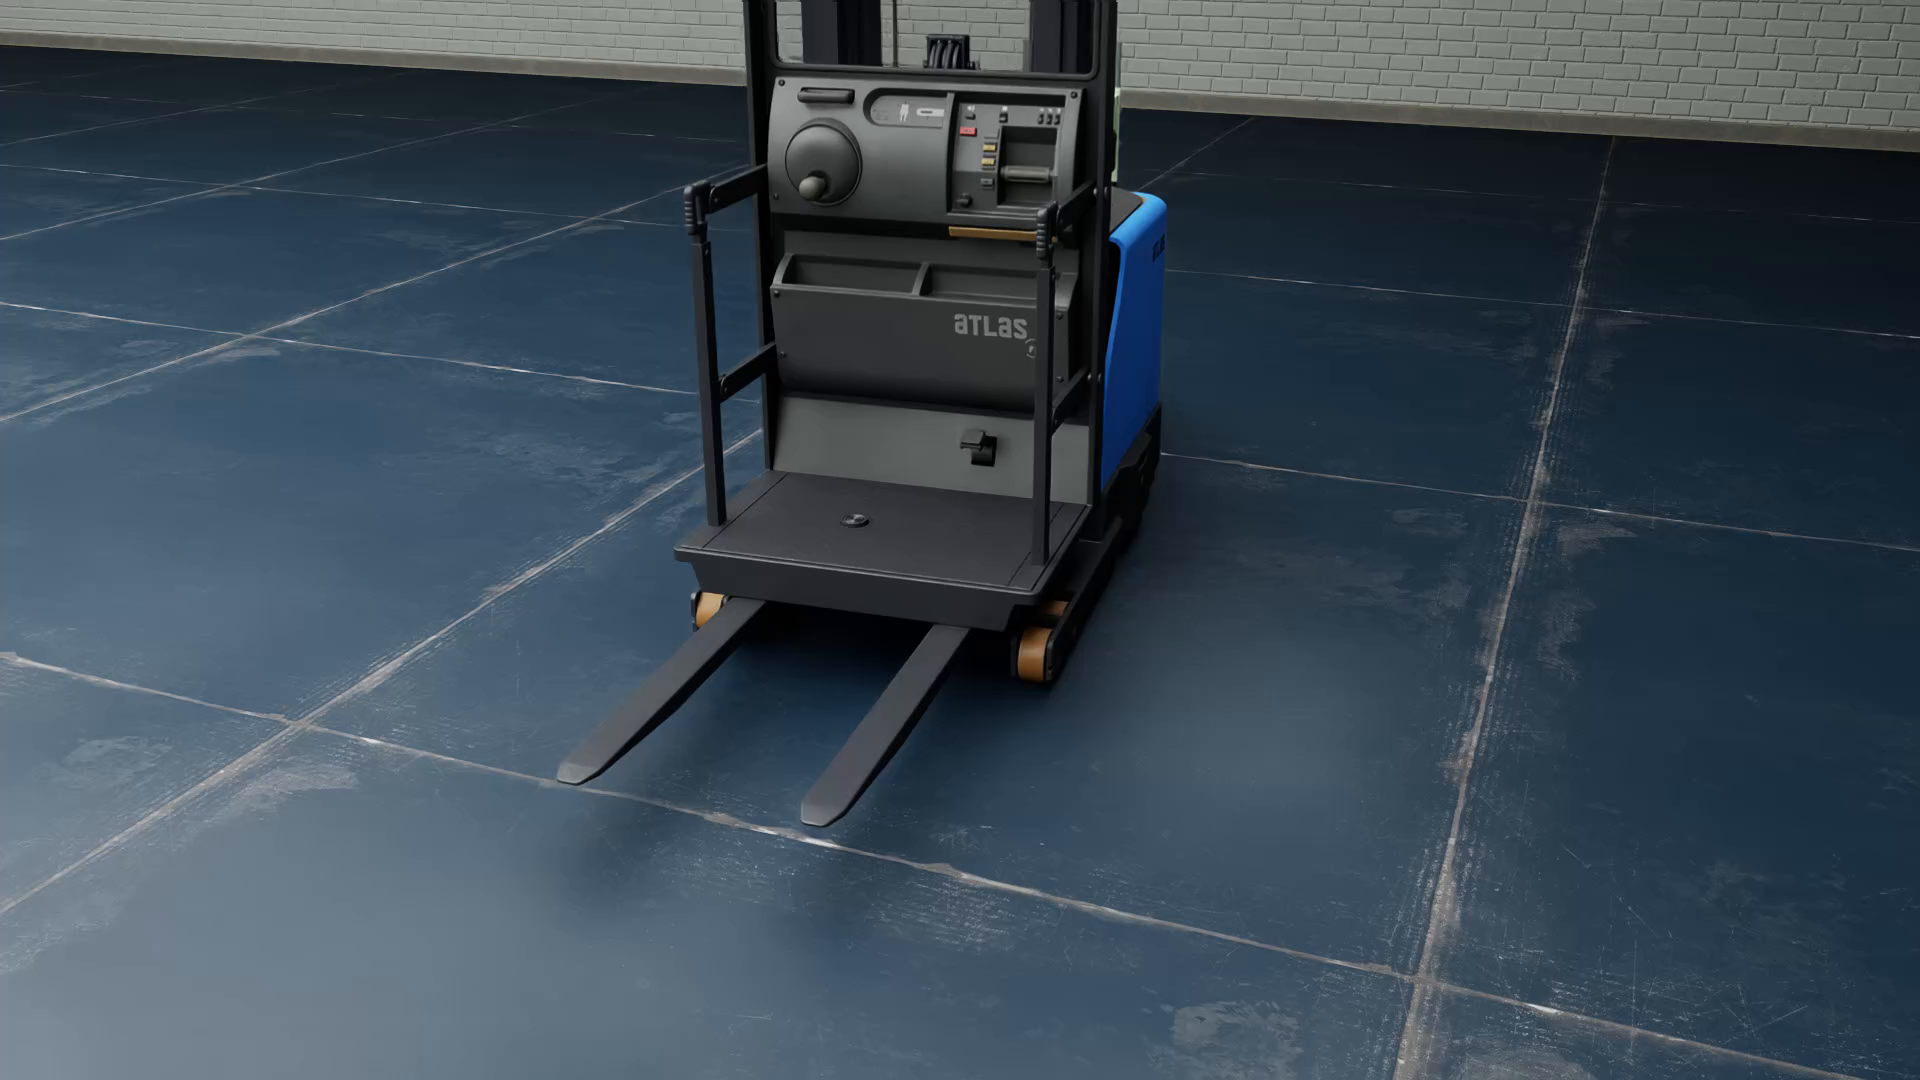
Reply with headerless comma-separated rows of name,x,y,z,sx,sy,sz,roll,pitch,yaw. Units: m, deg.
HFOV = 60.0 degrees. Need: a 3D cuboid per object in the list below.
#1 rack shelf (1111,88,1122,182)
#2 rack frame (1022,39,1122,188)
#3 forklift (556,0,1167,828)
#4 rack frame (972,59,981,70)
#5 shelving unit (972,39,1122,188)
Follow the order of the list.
rack shelf,0.339,-1.522,6.436,0.431,0.370,0.720,7,24,16
rack frame,0.446,-1.297,6.909,0.400,1.500,0.023,7,24,16
forklift,-0.171,-1.112,4.609,1.130,2.935,3.031,7,24,16
rack frame,0.231,-1.027,6.263,0.400,1.500,0.023,7,24,16
shelving unit,0.339,-1.162,6.586,0.431,1.500,0.755,7,24,16
